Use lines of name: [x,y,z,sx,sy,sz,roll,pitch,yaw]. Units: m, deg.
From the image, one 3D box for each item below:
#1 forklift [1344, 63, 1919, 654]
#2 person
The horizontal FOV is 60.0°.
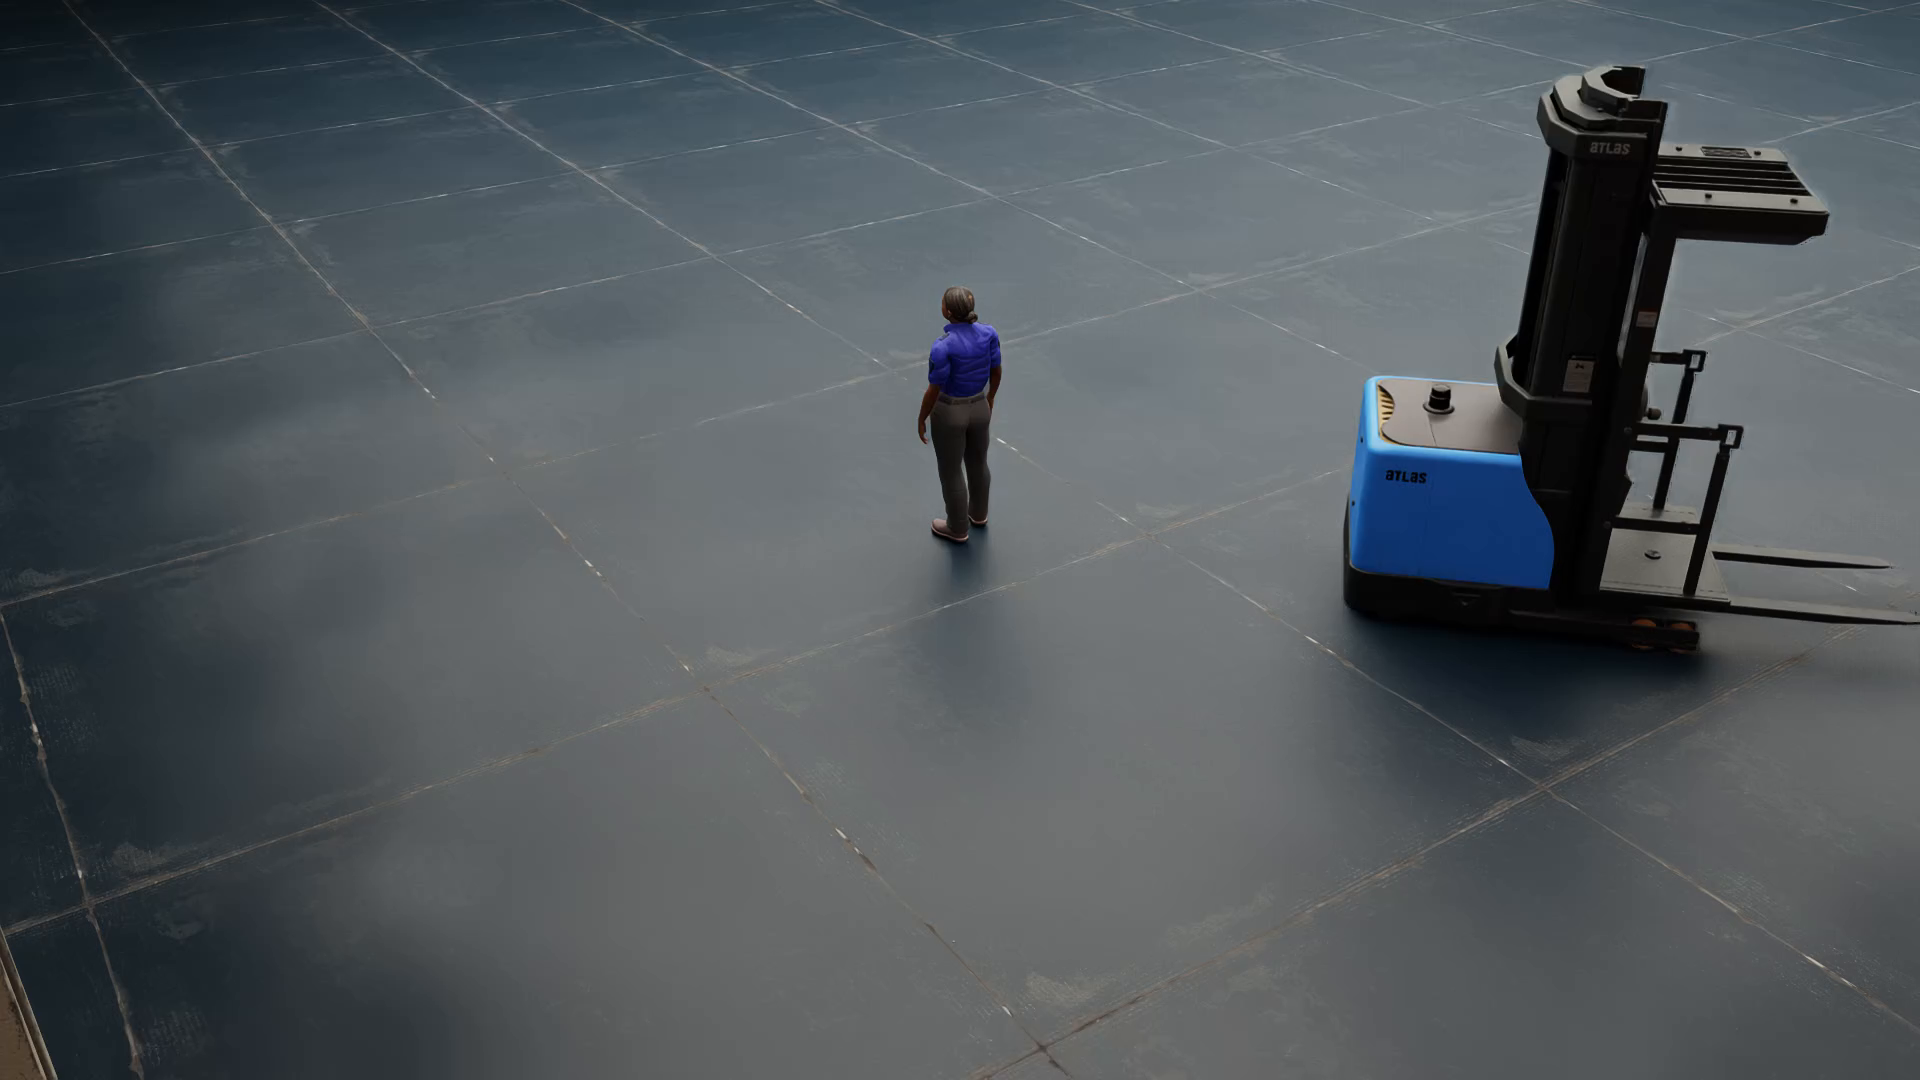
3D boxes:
forklift: [3.748,-0.940,8.852,3.031,2.935,1.130,5,30,10]
person: [-0.032,-0.768,9.830,0.570,1.654,0.504,-18,34,-29]
